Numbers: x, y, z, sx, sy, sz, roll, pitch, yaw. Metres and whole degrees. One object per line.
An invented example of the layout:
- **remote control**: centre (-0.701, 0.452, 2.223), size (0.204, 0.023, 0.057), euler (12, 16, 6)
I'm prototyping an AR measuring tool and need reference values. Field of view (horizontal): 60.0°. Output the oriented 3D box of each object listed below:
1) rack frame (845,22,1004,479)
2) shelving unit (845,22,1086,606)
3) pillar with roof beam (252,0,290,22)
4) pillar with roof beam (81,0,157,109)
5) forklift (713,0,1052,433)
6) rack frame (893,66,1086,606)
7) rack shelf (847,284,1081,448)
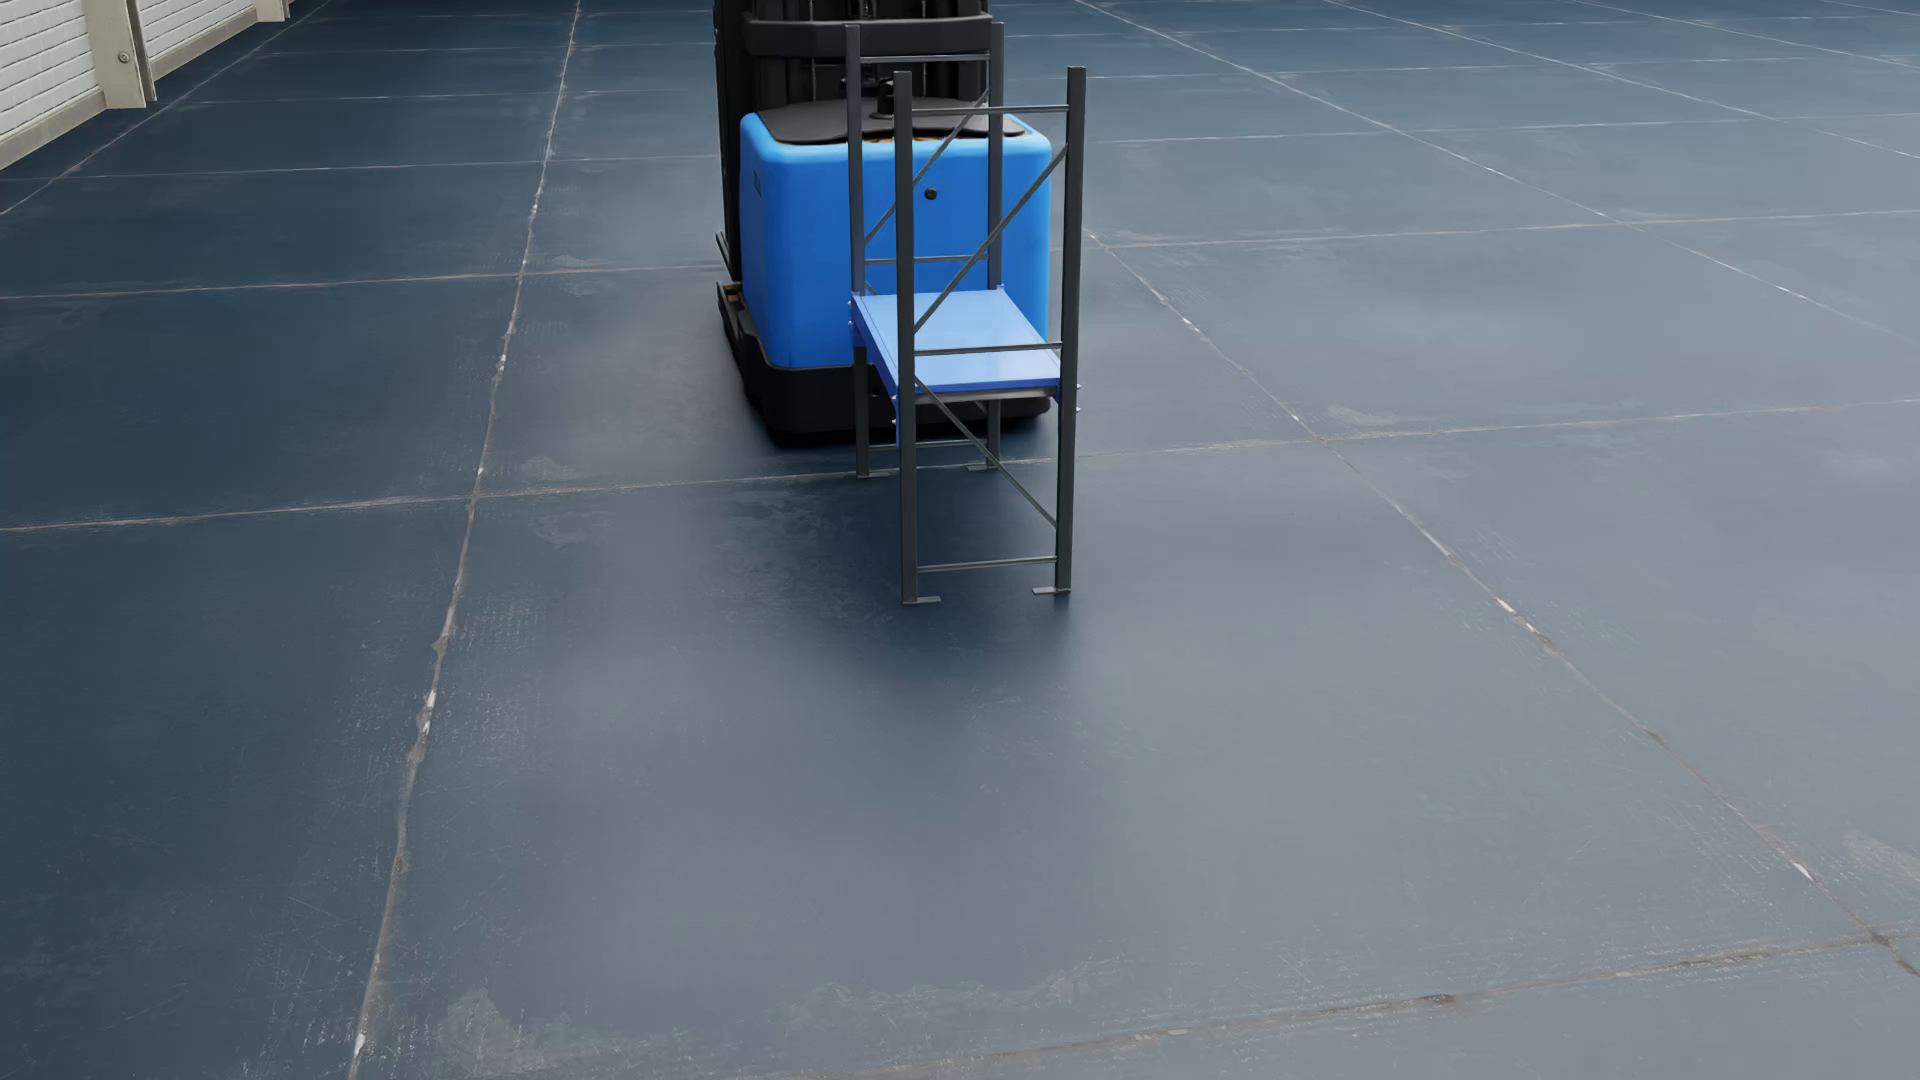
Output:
- **rack frame**: centre (-0.110, -0.921, 5.484), size (0.500, 1.500, 0.032), euler (-4, 24, -10)
- **shelving unit**: centre (-0.016, -0.721, 5.027), size (0.538, 1.500, 1.048), euler (-4, 24, -10)
- **pillar with roof beam**: centre (-3.428, -10.240, 17.453), size (9.100, 9.000, 0.400), euler (-4, 24, -10)
- **pillar with roof beam**: centre (-2.318, -7.880, 12.049), size (9.100, 9.000, 0.400), euler (-4, 24, -10)
- **forklift**: centre (-0.483, -2.286, 6.823), size (1.130, 2.935, 3.031), euler (-5, 24, -11)
- **rack frame**: centre (0.078, -0.521, 4.569), size (0.500, 1.500, 0.032), euler (-4, 24, -10)
- **rack shelf**: centre (-0.016, -0.556, 5.099), size (0.538, 0.185, 1.000), euler (-4, 24, -10)
